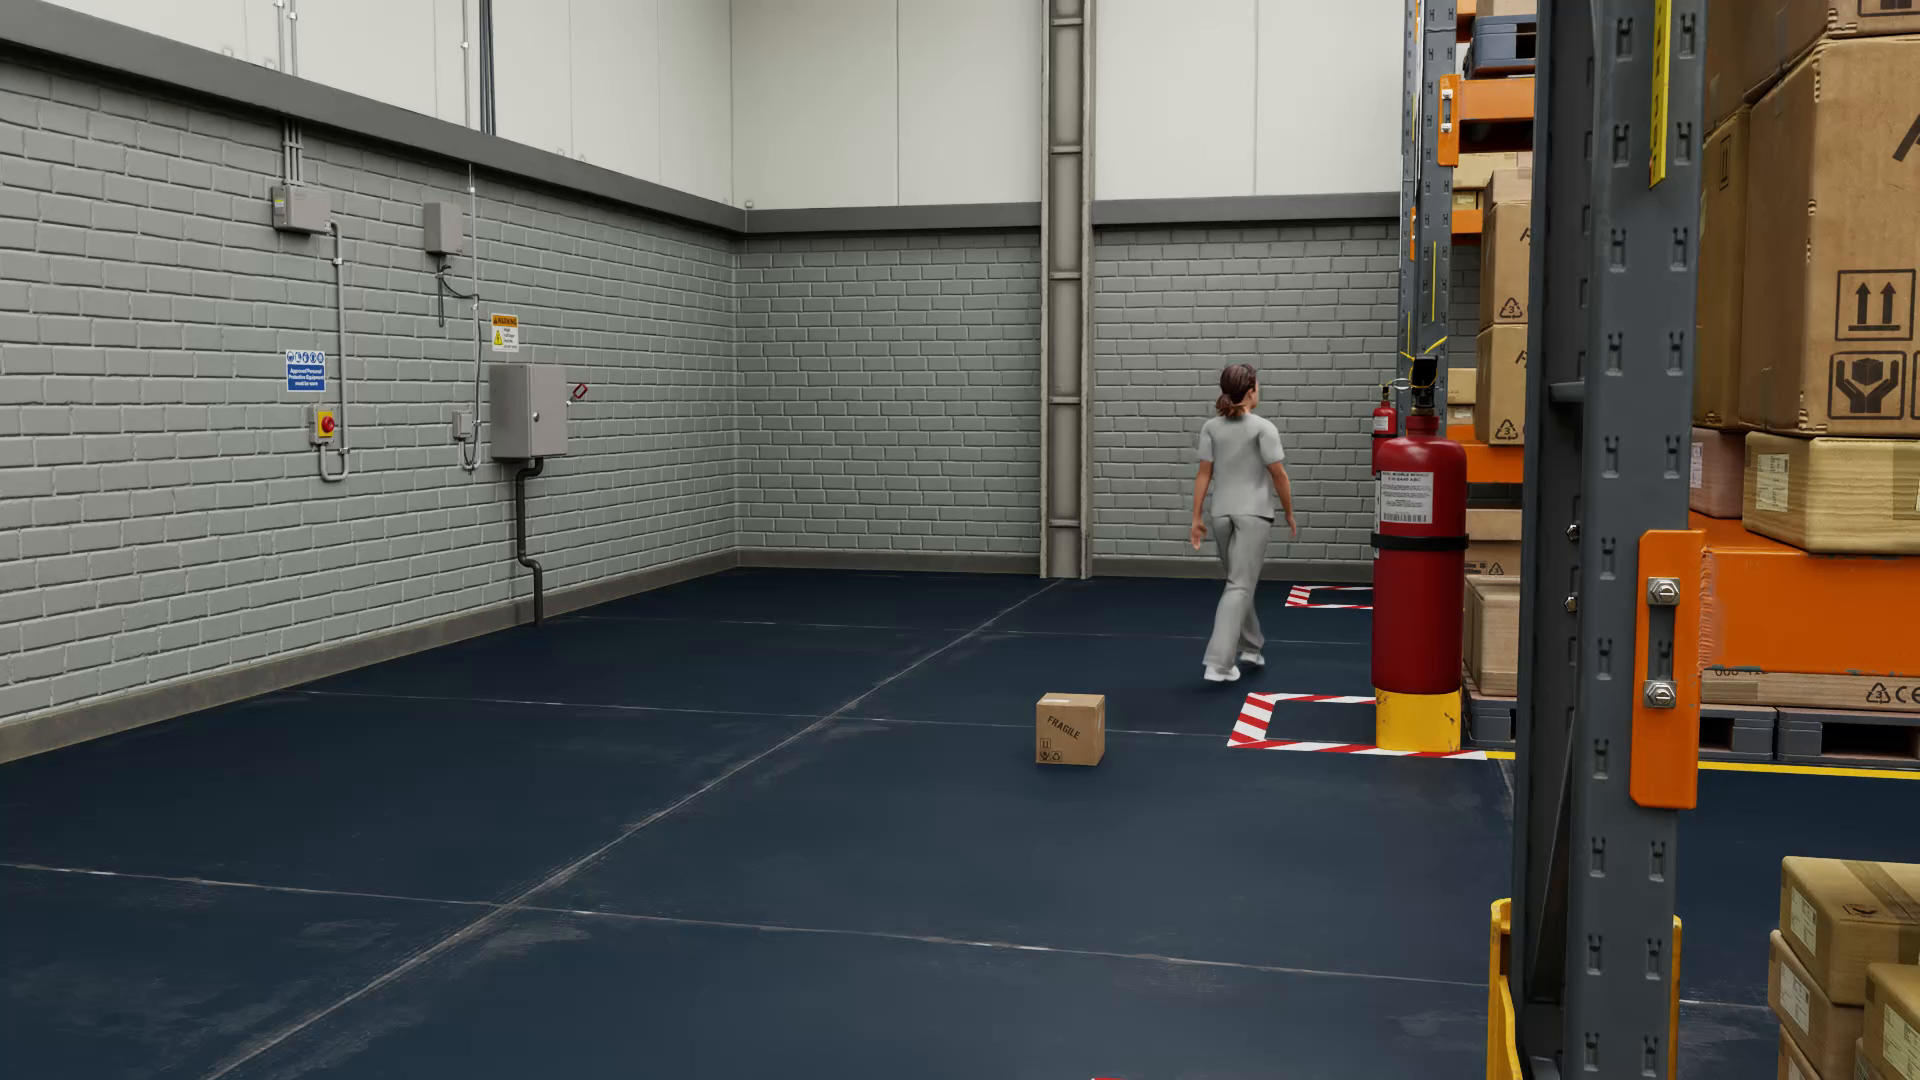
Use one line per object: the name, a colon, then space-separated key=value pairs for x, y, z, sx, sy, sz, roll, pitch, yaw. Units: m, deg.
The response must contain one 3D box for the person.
person: x=1.527 y=-0.097 z=8.743 sx=0.482 sy=1.647 sz=0.890 roll=4 pitch=6 yaw=40
